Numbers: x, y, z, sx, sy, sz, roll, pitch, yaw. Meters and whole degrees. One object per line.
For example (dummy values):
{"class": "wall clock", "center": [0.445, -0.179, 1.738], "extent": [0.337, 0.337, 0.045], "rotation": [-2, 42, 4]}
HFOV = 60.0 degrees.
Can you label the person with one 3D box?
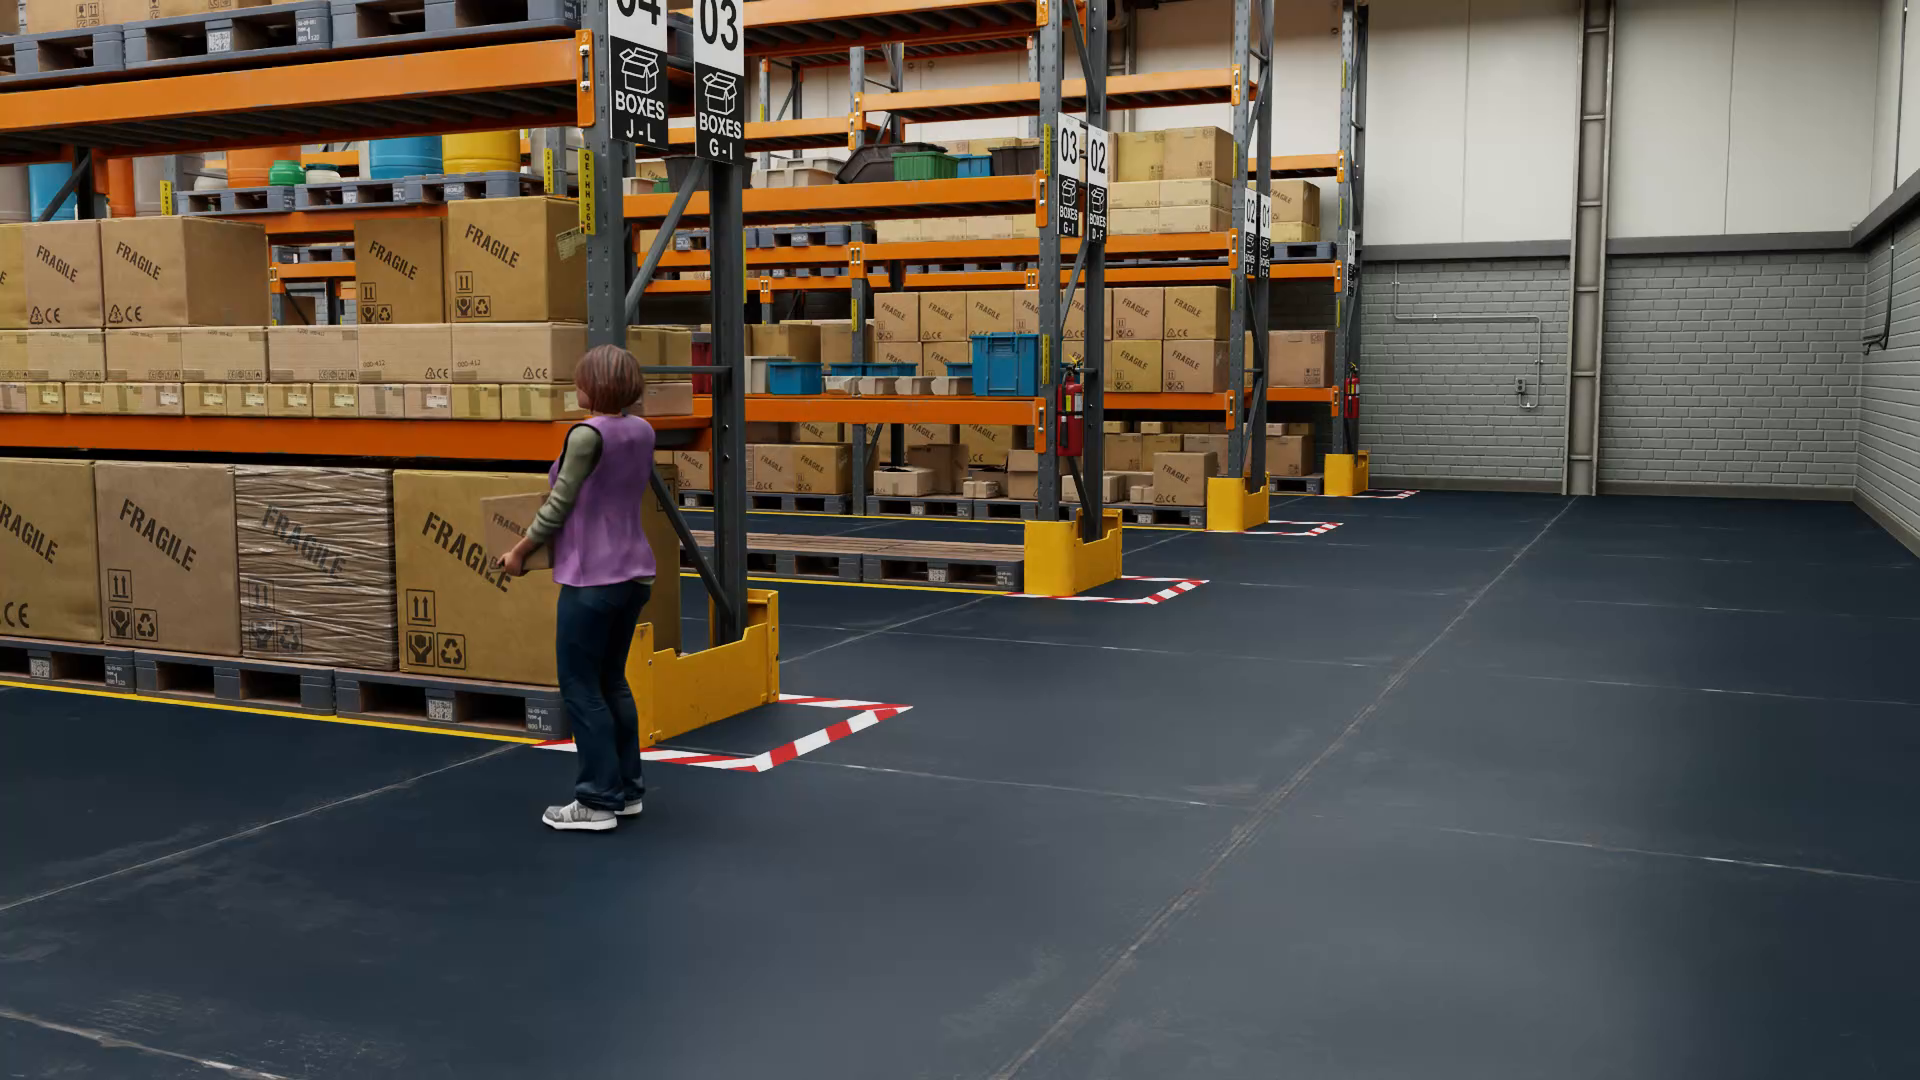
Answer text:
{"class": "person", "center": [-1.254, 0.151, 5.514], "extent": [0.493, 1.589, 0.408], "rotation": [3, 6, 24]}
